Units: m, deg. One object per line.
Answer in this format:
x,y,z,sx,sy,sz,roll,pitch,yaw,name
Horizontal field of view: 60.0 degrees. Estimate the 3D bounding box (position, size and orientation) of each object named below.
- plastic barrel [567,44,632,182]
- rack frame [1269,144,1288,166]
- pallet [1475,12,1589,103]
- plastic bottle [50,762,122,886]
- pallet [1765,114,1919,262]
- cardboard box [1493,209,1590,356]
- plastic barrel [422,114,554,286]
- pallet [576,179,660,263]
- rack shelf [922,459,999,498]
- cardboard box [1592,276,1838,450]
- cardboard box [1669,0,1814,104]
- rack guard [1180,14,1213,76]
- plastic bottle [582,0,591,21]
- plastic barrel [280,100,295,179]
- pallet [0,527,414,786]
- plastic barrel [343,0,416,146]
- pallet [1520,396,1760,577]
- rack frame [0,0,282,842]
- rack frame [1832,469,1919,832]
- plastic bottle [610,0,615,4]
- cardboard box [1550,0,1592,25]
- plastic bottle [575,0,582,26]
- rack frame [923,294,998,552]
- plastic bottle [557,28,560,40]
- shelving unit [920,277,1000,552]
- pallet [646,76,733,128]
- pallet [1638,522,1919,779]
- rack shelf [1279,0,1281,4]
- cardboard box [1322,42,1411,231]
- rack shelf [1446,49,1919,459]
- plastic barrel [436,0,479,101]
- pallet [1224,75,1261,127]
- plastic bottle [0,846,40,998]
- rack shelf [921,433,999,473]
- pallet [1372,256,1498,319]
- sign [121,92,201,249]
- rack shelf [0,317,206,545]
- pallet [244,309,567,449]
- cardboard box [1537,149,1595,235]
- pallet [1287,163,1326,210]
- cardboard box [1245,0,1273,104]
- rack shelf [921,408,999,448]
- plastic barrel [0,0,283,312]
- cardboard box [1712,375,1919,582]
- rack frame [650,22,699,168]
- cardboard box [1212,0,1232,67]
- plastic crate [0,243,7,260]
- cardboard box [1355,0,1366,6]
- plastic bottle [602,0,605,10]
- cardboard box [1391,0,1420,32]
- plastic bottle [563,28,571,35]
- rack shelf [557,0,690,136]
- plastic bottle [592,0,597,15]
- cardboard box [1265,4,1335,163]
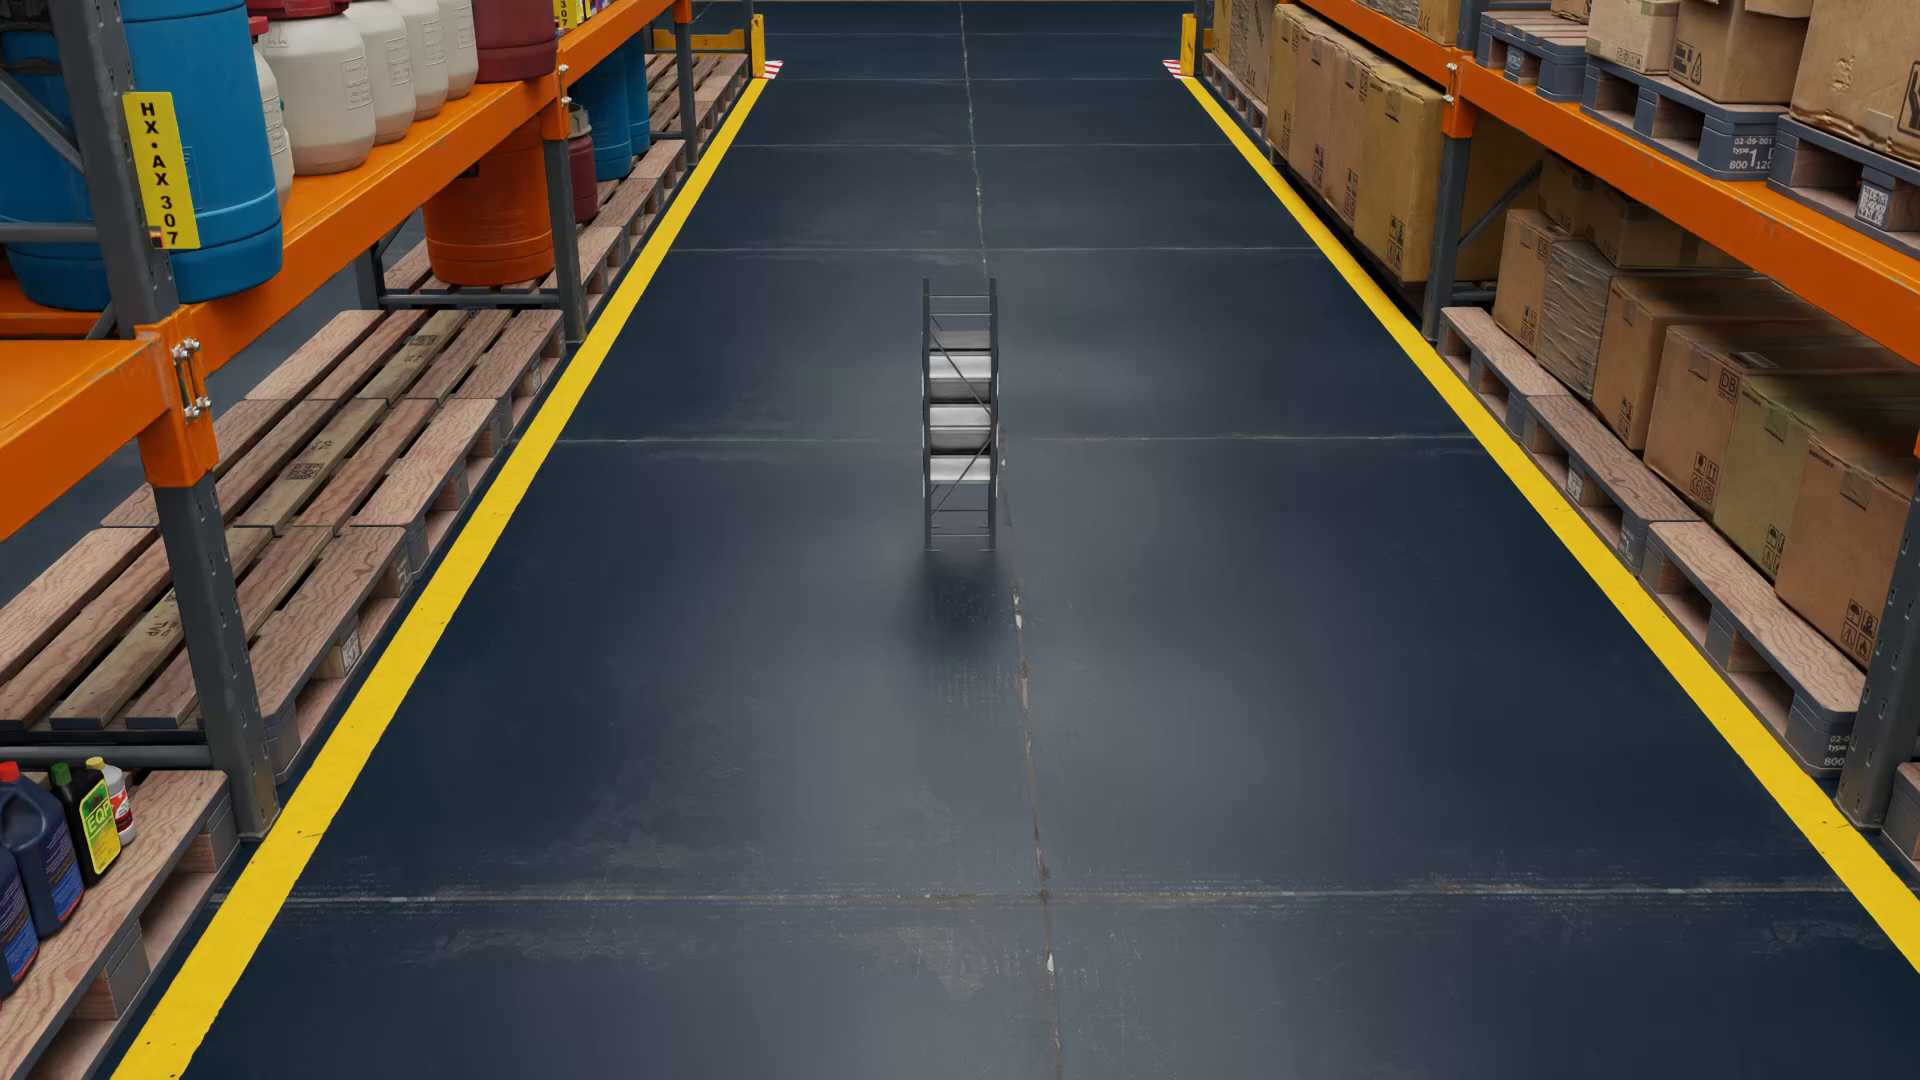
-2.310,-2.661,10.031,0.600,0.901,0.708,0,24,-1,plastic barrel
2.647,-3.964,10.875,1.000,3.000,0.127,0,24,-1,rack frame
2.804,-1.936,6.622,1.213,0.211,1.003,0,24,-1,pallet
-1.884,0.588,3.571,0.061,0.283,0.133,1,24,2,plastic bottle
2.871,-0.896,4.324,1.003,0.211,1.213,0,24,-1,pallet
2.717,-1.102,7.045,0.700,0.500,0.500,-2,24,-3,cardboard box
-2.285,-1.698,7.988,0.600,0.830,0.708,0,24,-1,plastic barrel
-2.323,-1.849,9.583,1.003,0.211,1.213,0,24,-1,pallet
0.000,-0.219,5.660,0.258,0.077,0.200,0,24,-1,rack shelf
2.749,-0.640,6.024,0.700,0.500,0.500,2,24,4,cardboard box
2.622,-1.620,5.057,0.797,0.503,0.637,2,24,5,cardboard box
2.603,-4.484,15.057,1.175,0.500,0.348,0,24,-1,rack guard
-1.907,-2.762,8.358,0.061,0.283,0.133,0,24,-1,plastic bottle
-2.080,-1.129,4.773,0.301,0.262,0.301,0,24,0,plastic barrel
-2.266,0.302,4.827,1.003,0.211,1.213,0,24,-1,pallet
-2.023,-1.583,5.446,0.433,0.535,0.433,0,24,0,plastic barrel
2.708,-0.222,5.985,1.003,0.211,1.213,0,24,-1,pallet
-2.219,-0.646,3.537,1.000,3.000,0.127,0,24,-1,rack frame
2.734,-0.668,3.587,1.000,3.000,0.127,0,24,-1,rack frame
-1.957,-3.088,8.999,0.144,0.351,0.185,0,24,-1,plastic bottle
2.736,-2.331,6.632,0.500,0.500,0.500,-3,25,-7,cardboard box
-1.905,-2.667,8.147,0.061,0.283,0.133,0,24,-1,plastic bottle
0.001,-0.371,5.479,0.240,0.900,0.006,0,24,-1,rack frame
-1.918,-2.463,7.712,0.097,0.271,0.097,0,24,0,plastic bottle
0.000,-0.413,5.572,0.258,0.900,0.210,0,24,-1,shelving unit
-2.369,-3.478,13.185,1.003,0.211,1.213,0,24,-1,pallet
2.724,0.282,4.871,1.003,0.211,1.213,0,24,-1,pallet
2.625,-4.461,12.846,1.077,0.370,4.000,0,24,-1,rack shelf
2.701,-2.191,9.023,1.225,0.875,0.875,0,24,0,cardboard box
2.712,-1.164,5.557,1.077,0.370,4.000,0,24,-1,rack shelf
-2.038,-1.922,6.224,0.421,0.512,0.421,0,24,0,plastic barrel
2.700,-3.511,13.258,1.003,0.211,1.213,0,24,-1,pallet
-1.922,0.704,3.234,0.144,0.351,0.185,-1,24,-3,plastic bottle
0.000,-0.301,5.623,0.258,0.077,0.200,0,24,-1,rack shelf
2.757,-1.371,8.525,1.003,0.211,1.213,0,24,-1,pallet
-1.669,-0.770,3.476,0.100,0.325,0.005,0,24,-1,sign
-2.197,0.506,1.863,1.077,0.370,4.000,0,24,-1,rack shelf
-2.293,-0.704,7.050,1.003,0.211,1.213,0,24,-1,pallet
2.727,-1.443,6.891,0.500,0.250,0.500,1,24,2,cardboard box
2.730,-2.376,10.748,1.003,0.211,1.213,0,24,-1,pallet
2.709,-3.831,12.649,0.875,0.875,0.875,0,24,-1,cardboard box
0.000,-0.383,5.586,0.258,0.077,0.200,0,24,-1,rack shelf
-1.920,-1.035,3.789,0.600,0.901,0.708,0,24,-1,plastic barrel
2.762,-0.179,5.005,0.700,0.500,0.500,0,24,-1,cardboard box
-2.306,-3.942,10.826,1.000,3.000,0.127,0,24,-1,rack frame
2.690,-4.573,14.289,0.875,0.875,0.875,0,24,-1,cardboard box
-2.530,-0.873,3.962,0.402,0.464,0.583,0,24,-1,plastic crate
2.424,-3.193,9.049,0.500,0.500,0.500,0,24,0,cardboard box
-1.930,-2.939,8.764,0.097,0.271,0.097,0,24,0,plastic bottle
2.437,-2.769,8.112,0.500,0.500,0.500,0,24,-1,cardboard box
-1.902,-2.556,7.903,0.061,0.283,0.133,0,24,-1,plastic bottle
-2.284,-2.790,9.152,1.077,0.370,4.000,0,24,-1,rack shelf
-1.928,-2.844,8.554,0.097,0.271,0.097,0,24,0,plastic bottle
2.674,-2.924,10.644,1.225,0.875,0.875,0,24,0,cardboard box
